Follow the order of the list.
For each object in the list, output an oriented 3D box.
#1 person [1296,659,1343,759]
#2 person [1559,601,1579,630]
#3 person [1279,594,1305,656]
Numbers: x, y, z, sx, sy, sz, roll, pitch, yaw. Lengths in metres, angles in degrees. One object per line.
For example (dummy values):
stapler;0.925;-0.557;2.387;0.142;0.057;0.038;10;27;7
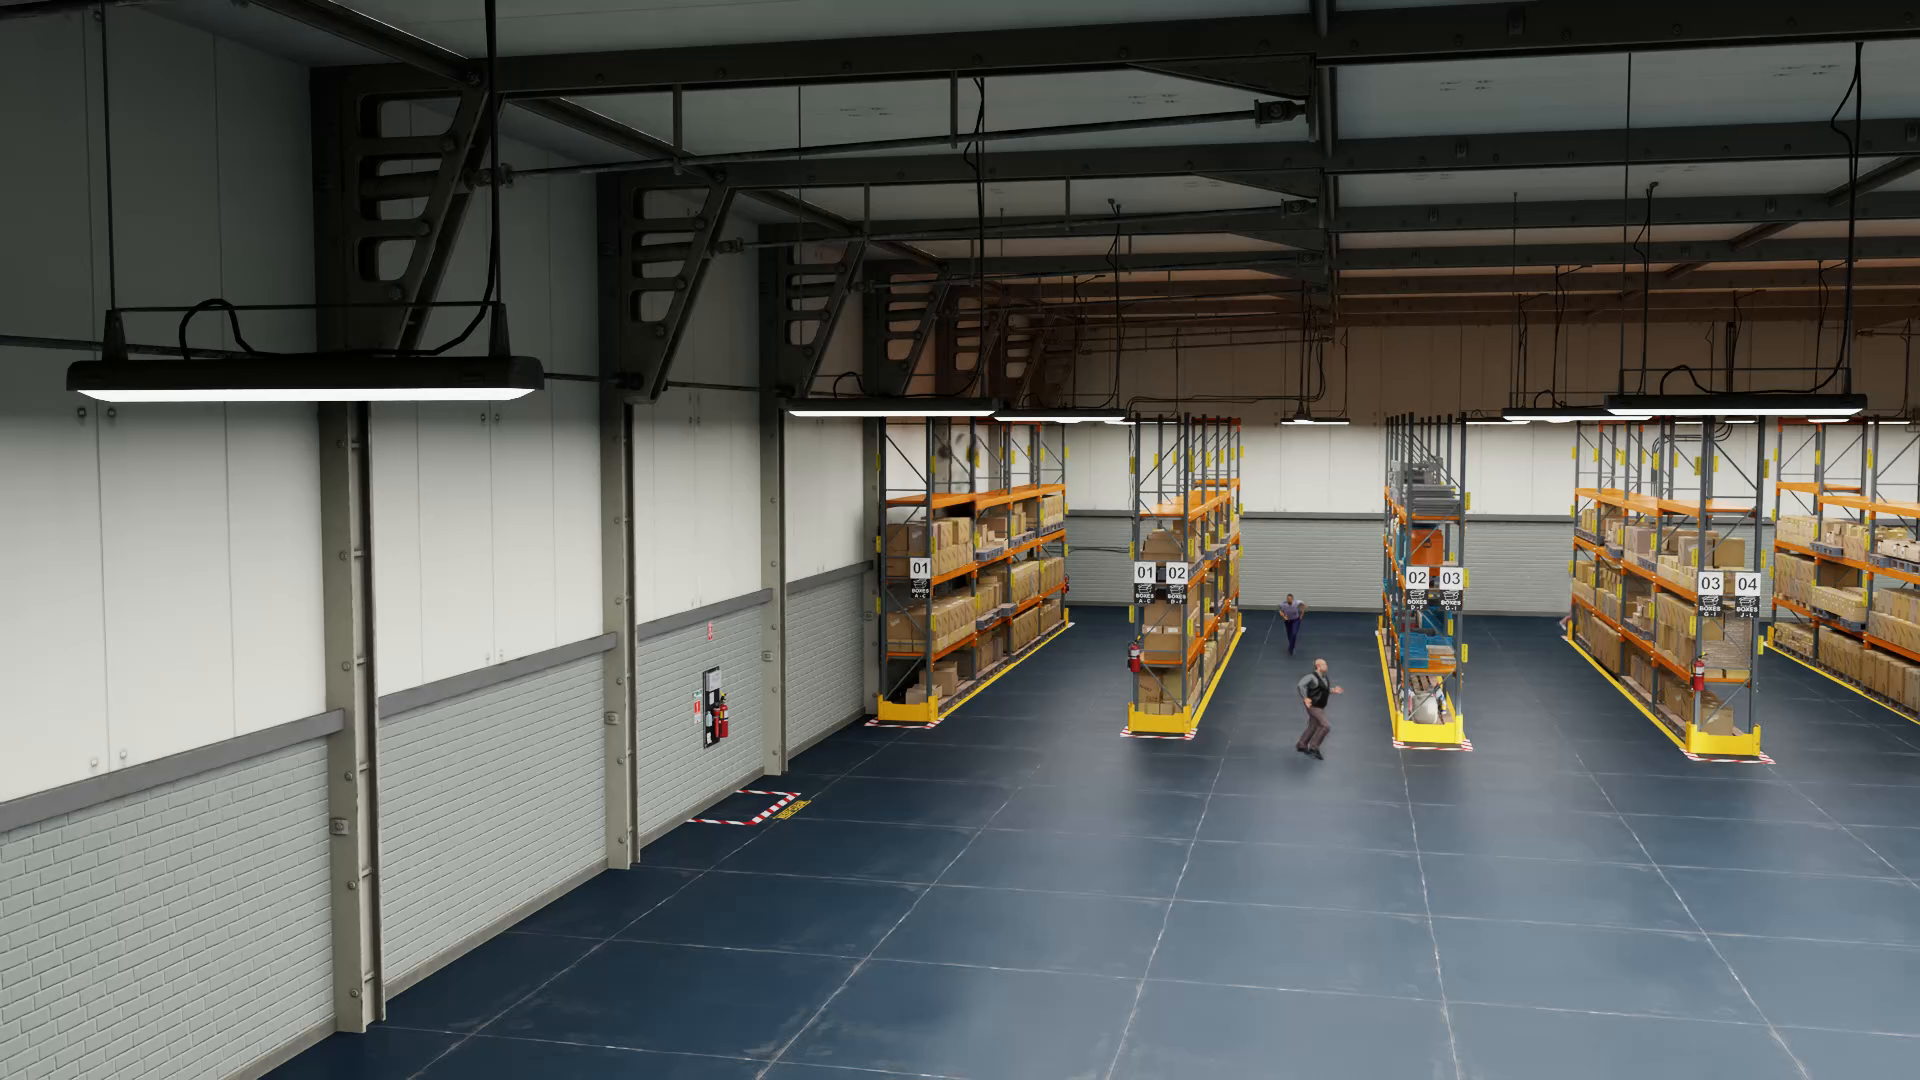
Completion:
person;6.197;2.933;28.817;0.801;1.758;0.659;3;5;36
person;17.151;1.768;46.146;0.585;1.683;0.967;-3;5;-37
person;8.393;2.129;42.019;0.648;1.612;0.923;1;4;17
